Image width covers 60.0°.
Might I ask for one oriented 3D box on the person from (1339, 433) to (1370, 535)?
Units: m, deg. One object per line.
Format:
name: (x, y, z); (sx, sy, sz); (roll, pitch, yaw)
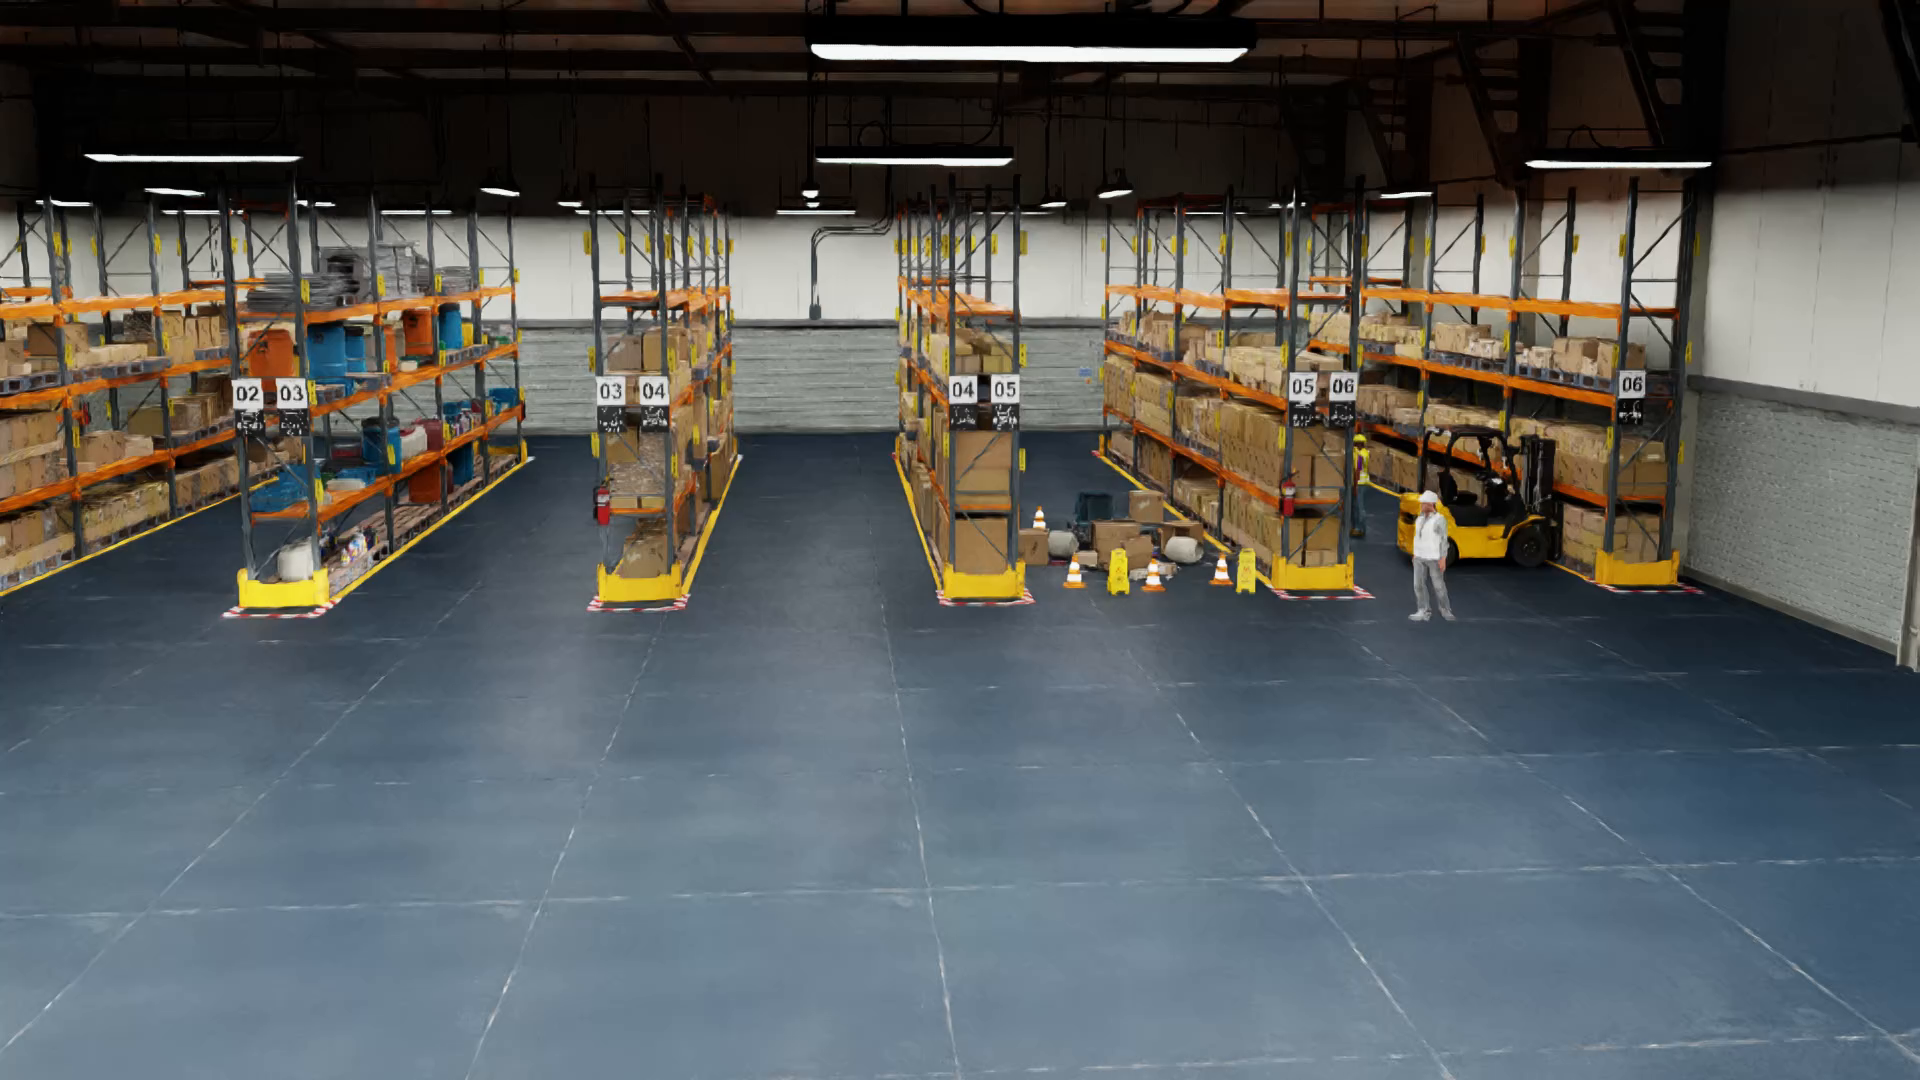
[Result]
person: (6.914, -0.987, 29.120); (0.503, 1.764, 0.624); (5, 11, 24)

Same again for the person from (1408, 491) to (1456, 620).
person: (6.396, 0.211, 22.480); (0.538, 1.767, 0.630); (-6, 12, -31)

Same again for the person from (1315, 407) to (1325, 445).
person: (7.363, -1.941, 34.670); (0.579, 1.718, 0.634); (3, 11, 18)
